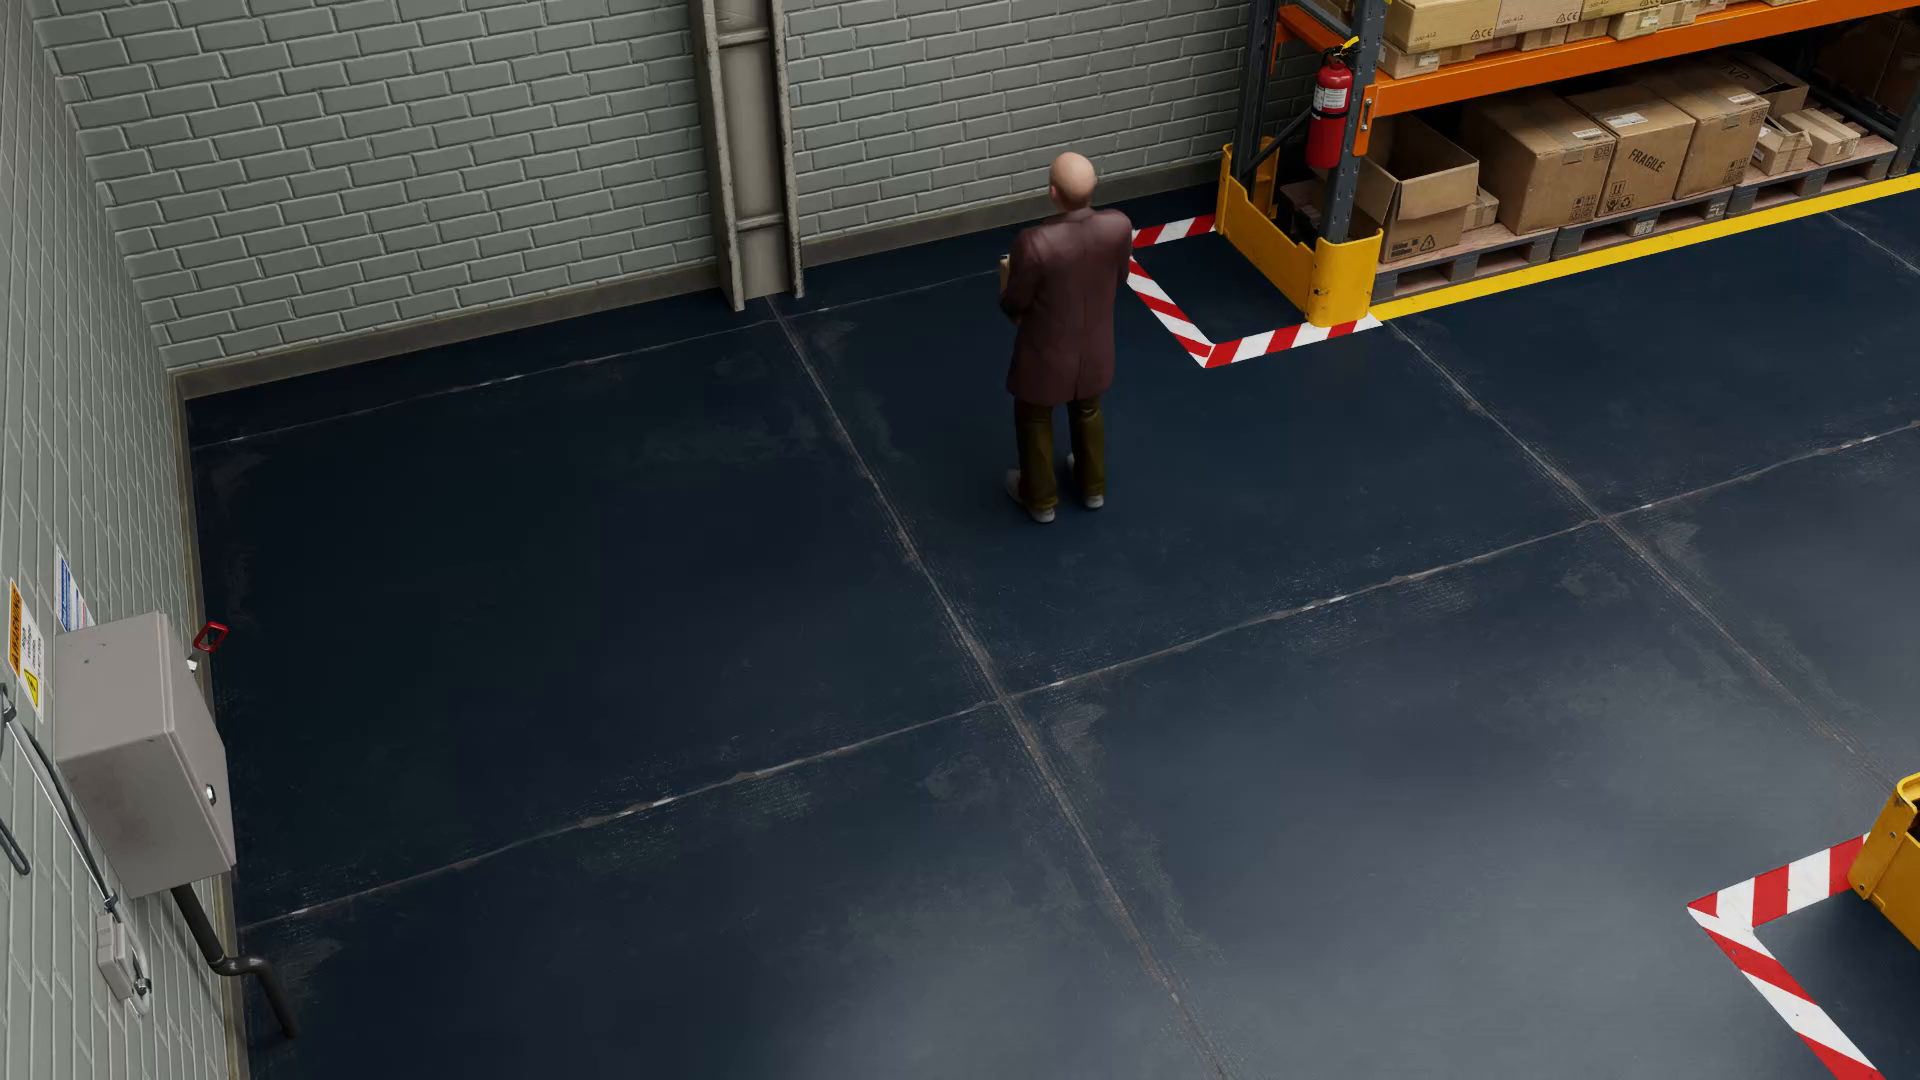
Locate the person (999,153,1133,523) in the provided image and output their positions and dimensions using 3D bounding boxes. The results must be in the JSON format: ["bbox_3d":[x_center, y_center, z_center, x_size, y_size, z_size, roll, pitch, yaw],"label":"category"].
[{"bbox_3d":[0.415,-0.906,7.200,0.563,1.782,0.508,-16,44,-17],"label":"person"}]
